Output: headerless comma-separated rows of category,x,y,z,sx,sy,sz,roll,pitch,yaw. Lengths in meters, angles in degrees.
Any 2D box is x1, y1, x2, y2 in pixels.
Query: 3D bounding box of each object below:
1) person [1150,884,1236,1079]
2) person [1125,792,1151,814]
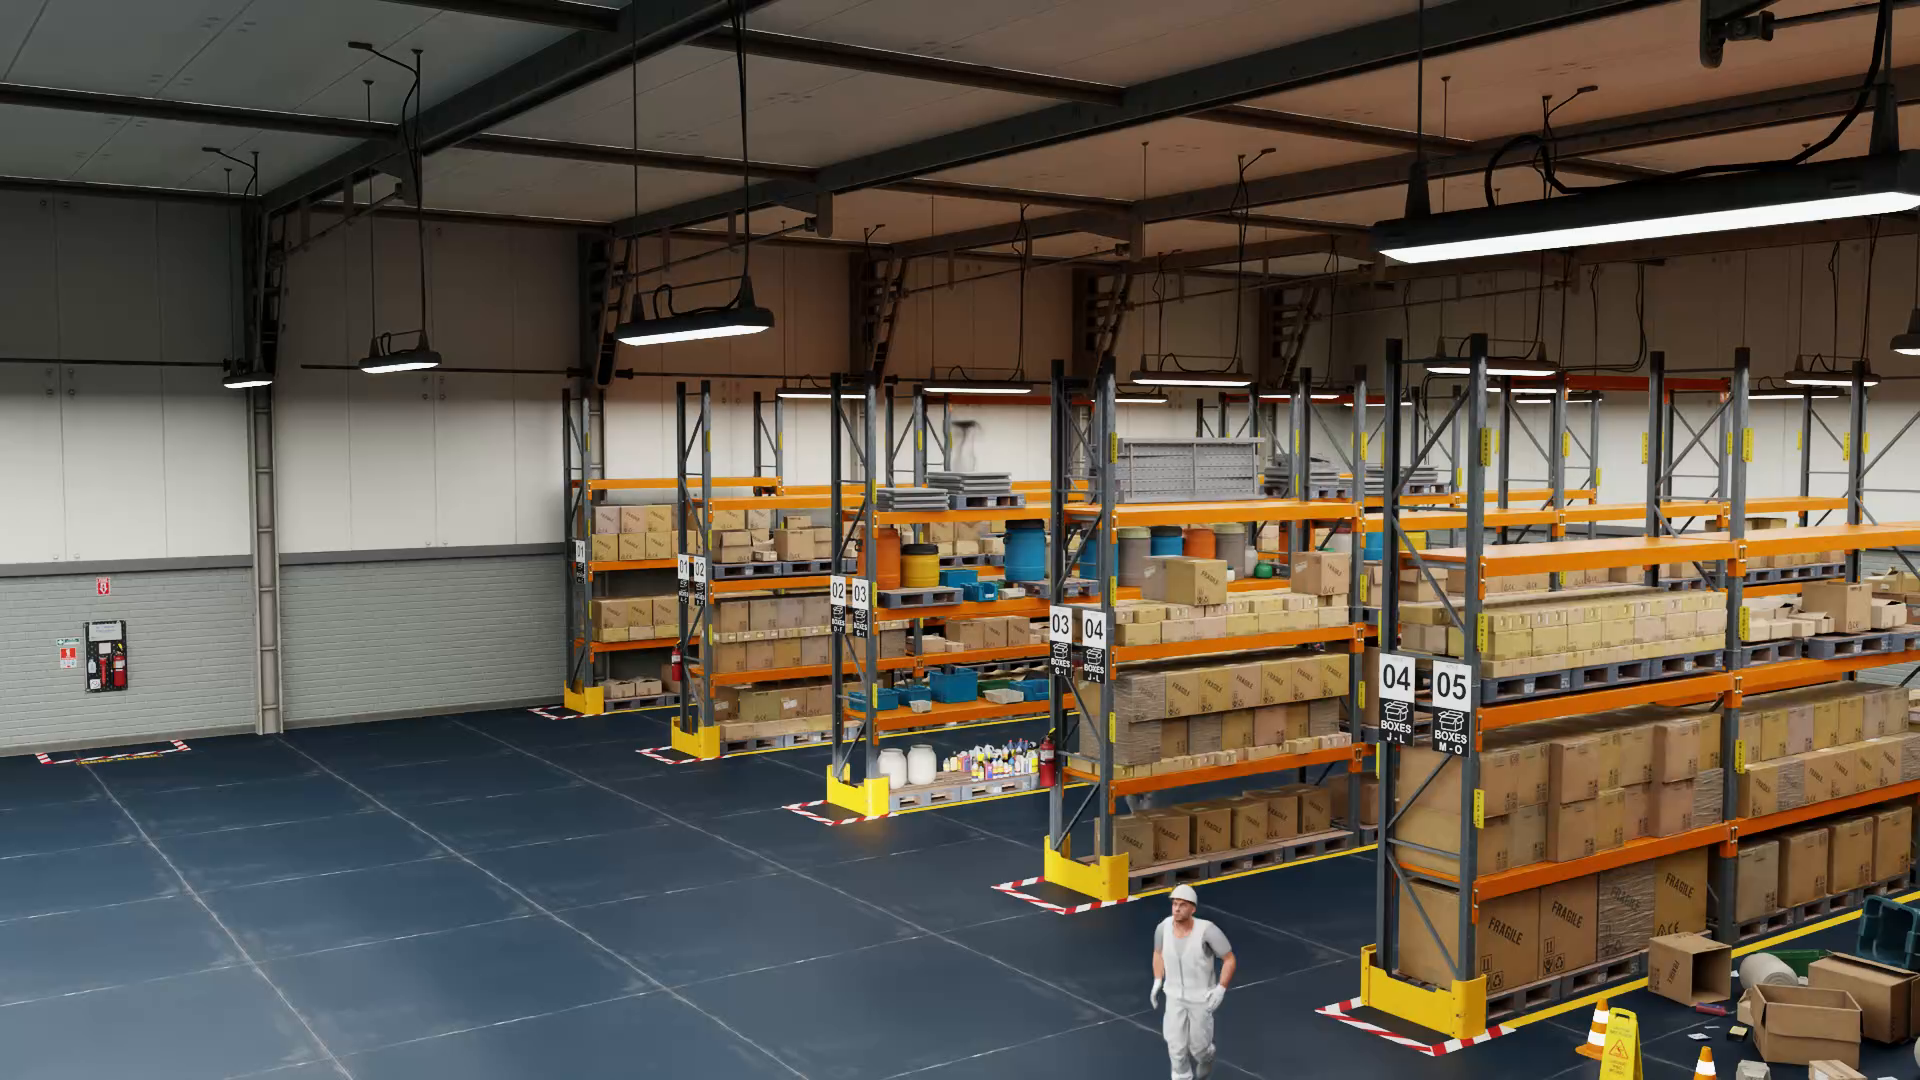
person,1.797,3.474,12.697,0.665,1.772,0.713,2,4,27
person,2.314,2.884,22.146,0.534,1.725,0.702,-3,5,-38
